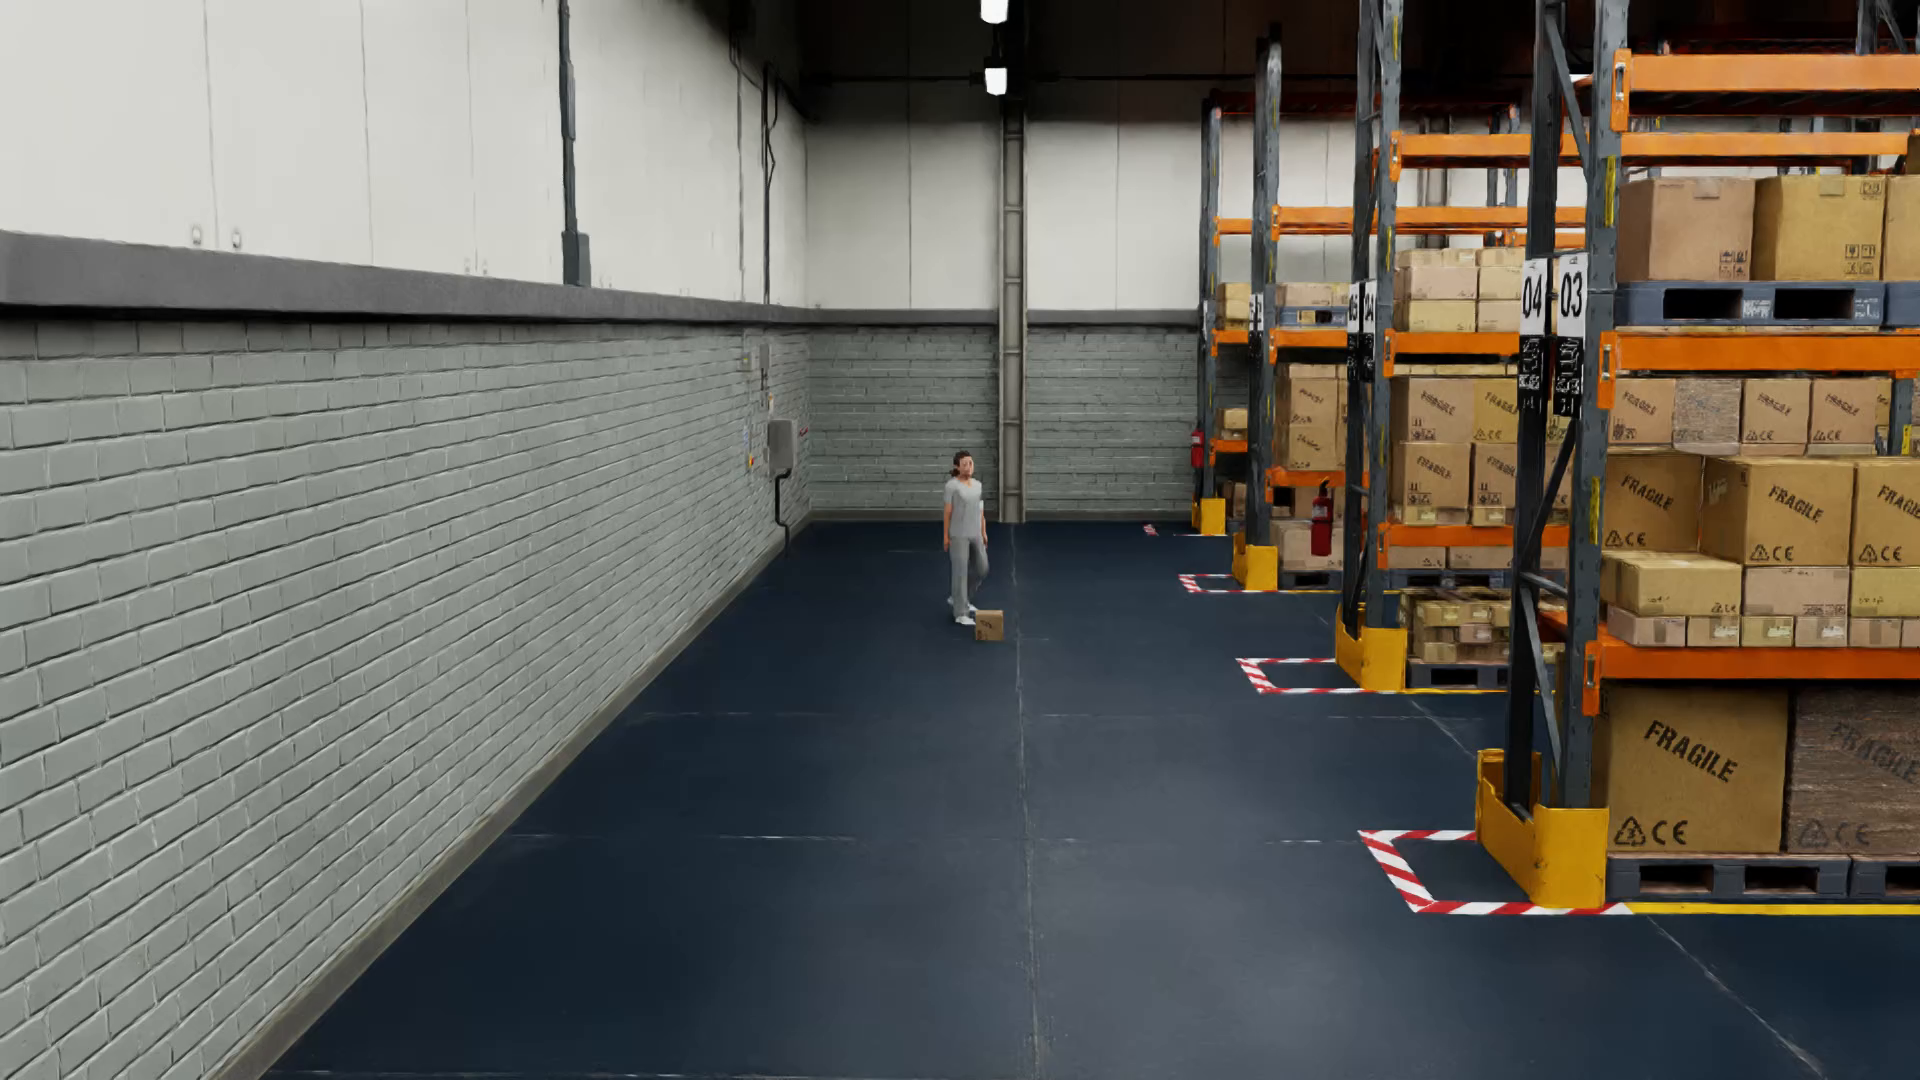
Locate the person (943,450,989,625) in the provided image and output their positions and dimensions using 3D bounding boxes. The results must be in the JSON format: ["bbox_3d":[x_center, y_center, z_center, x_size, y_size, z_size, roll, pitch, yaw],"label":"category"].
[{"bbox_3d":[0.025,-0.041,16.072,0.575,1.671,0.570,-6,9,-39],"label":"person"}]
